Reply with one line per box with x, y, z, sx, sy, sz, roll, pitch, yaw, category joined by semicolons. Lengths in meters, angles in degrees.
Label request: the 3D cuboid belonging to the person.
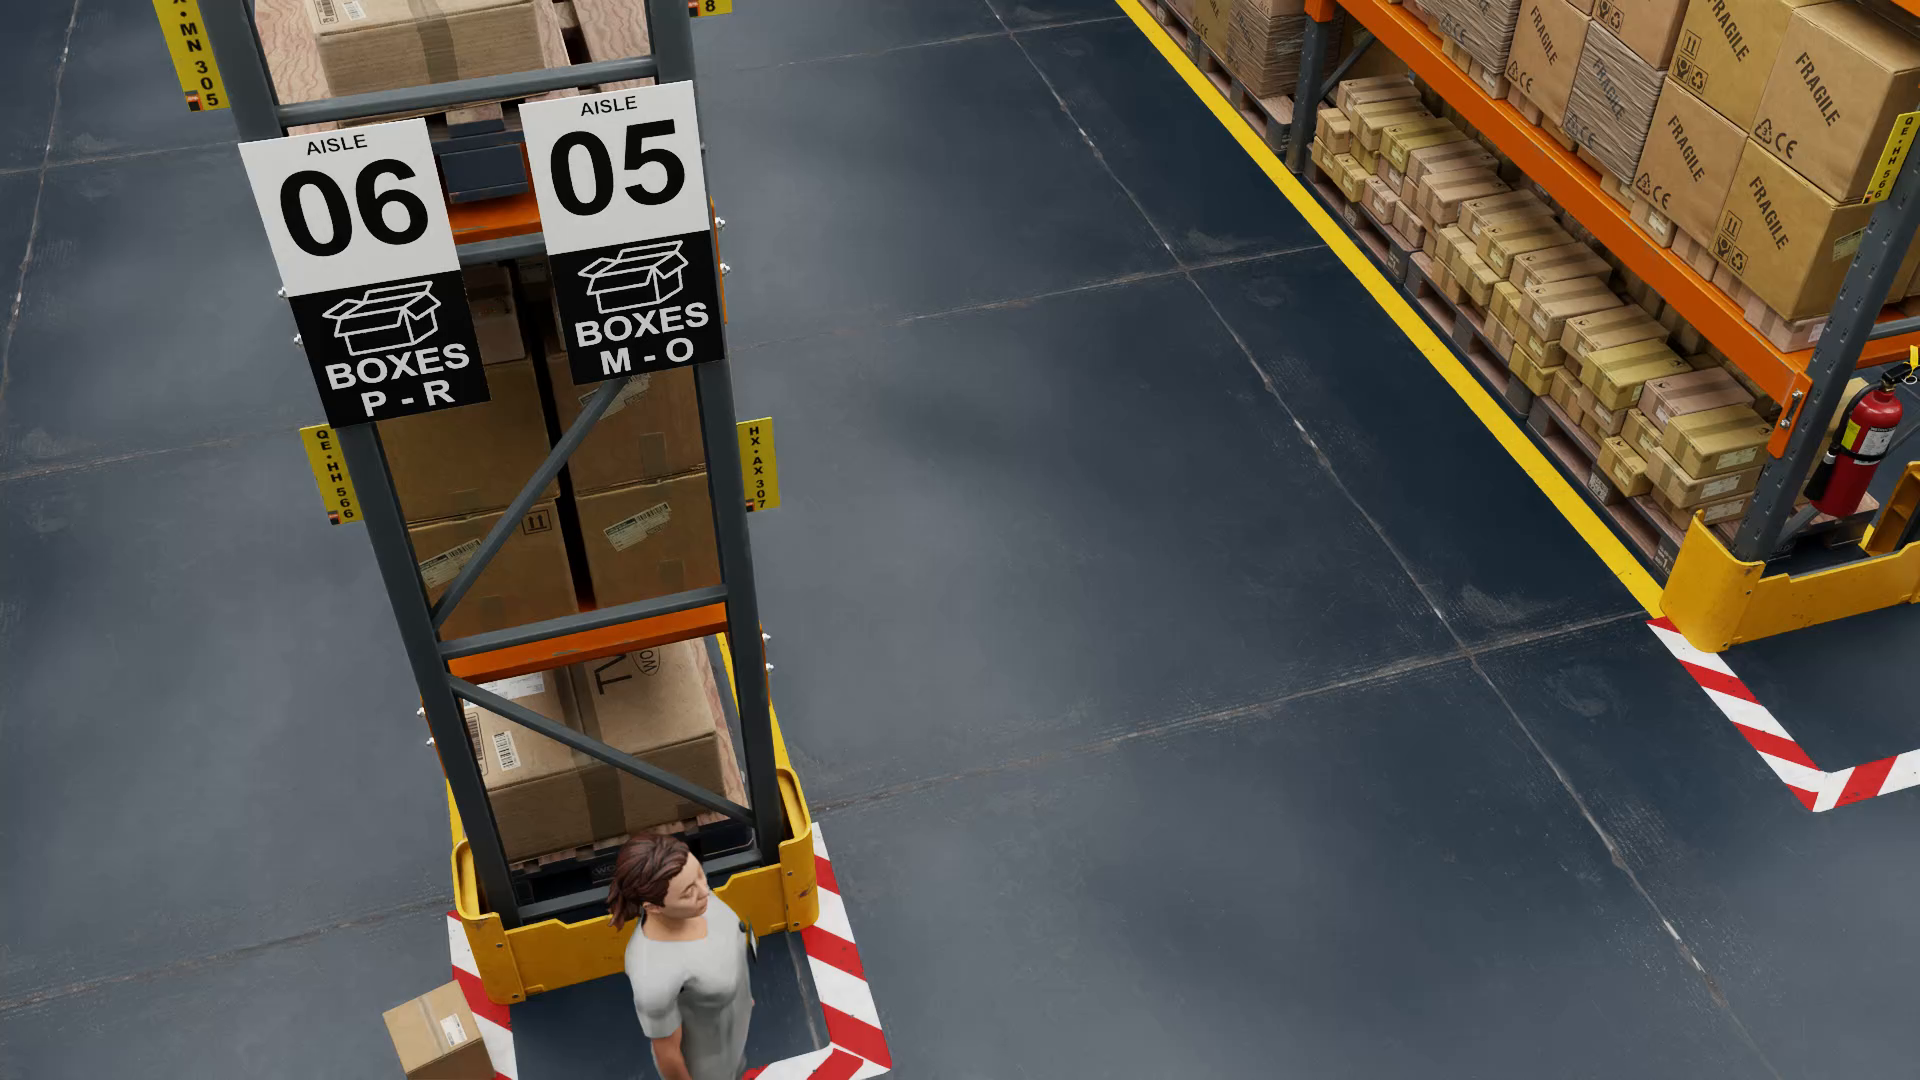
-0.720;1.374;4.622;0.350;1.670;0.440;3;43;4;person
